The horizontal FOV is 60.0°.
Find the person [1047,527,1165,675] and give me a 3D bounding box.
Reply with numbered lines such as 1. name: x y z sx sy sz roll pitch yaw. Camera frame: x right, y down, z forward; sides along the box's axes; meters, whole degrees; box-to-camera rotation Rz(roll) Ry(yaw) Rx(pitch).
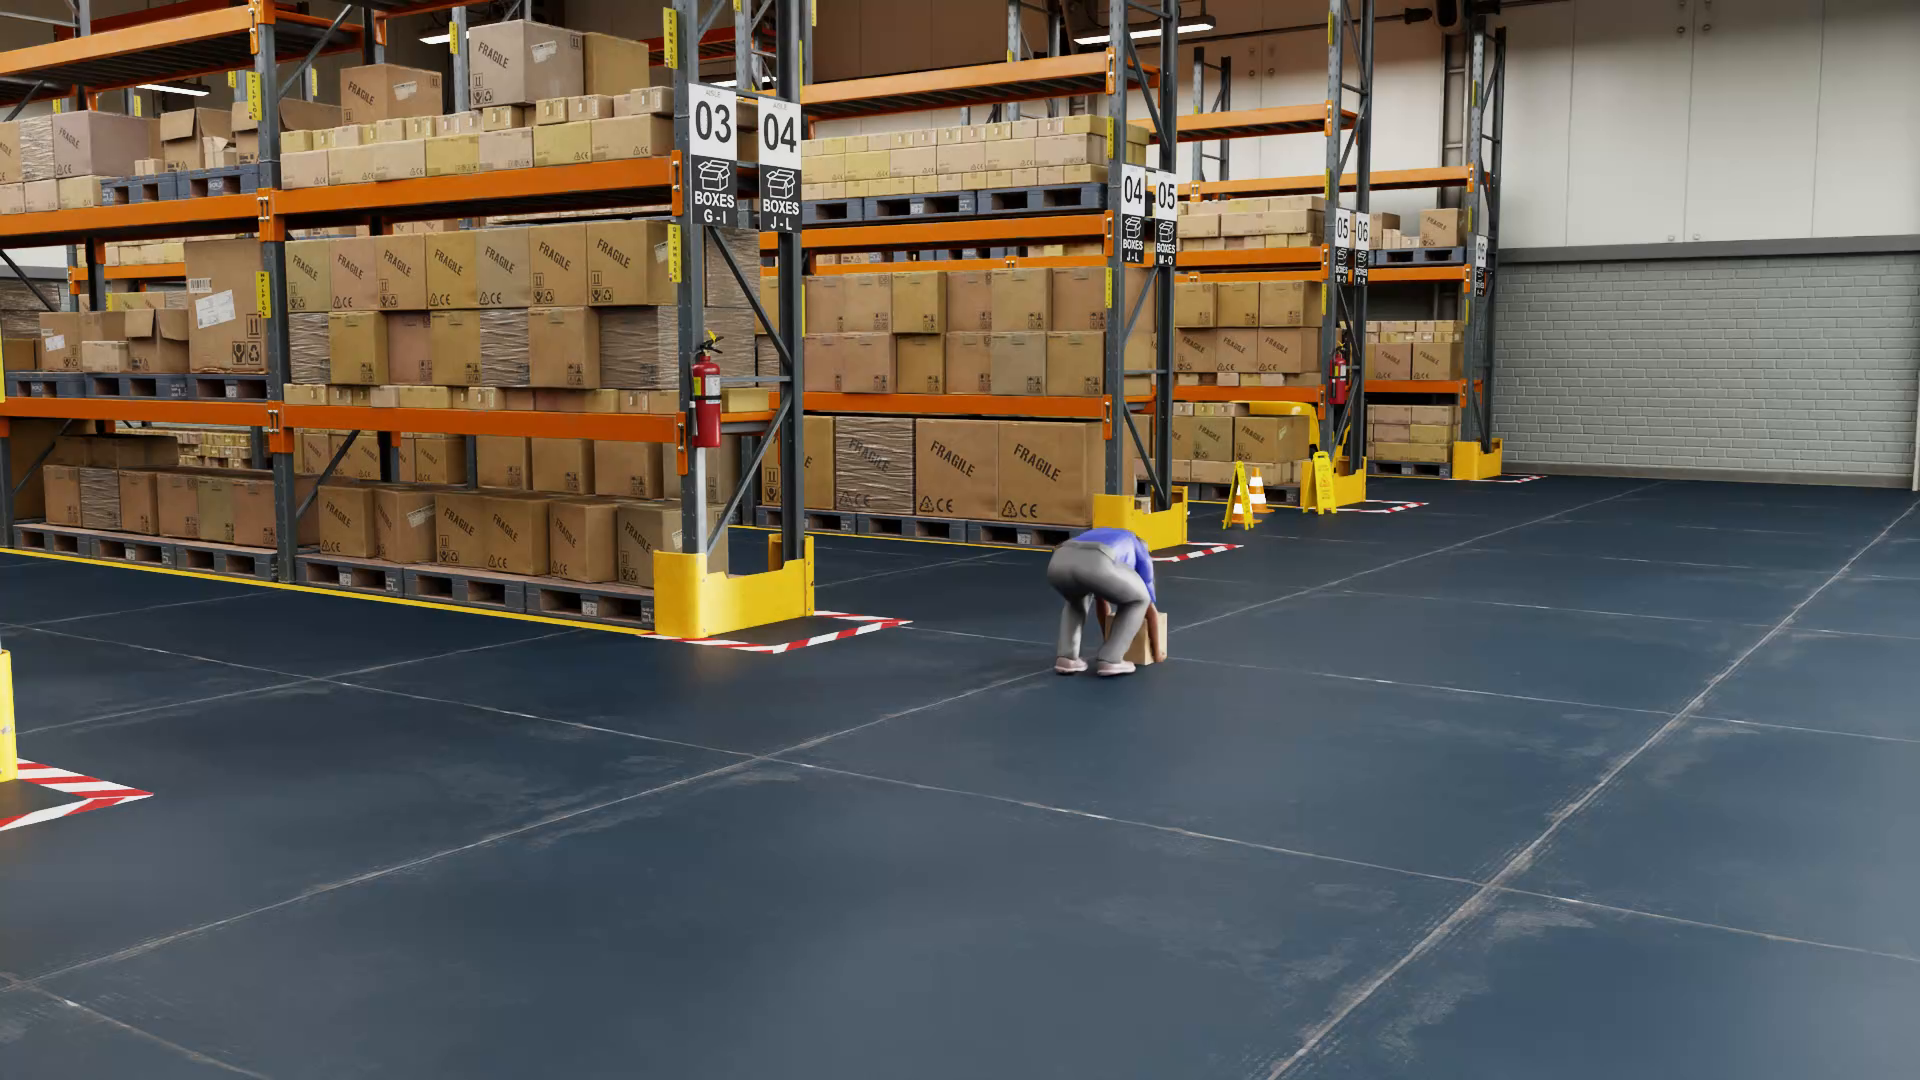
1. person: 0.772 0.324 8.800 0.462 0.775 0.871 4 8 32
